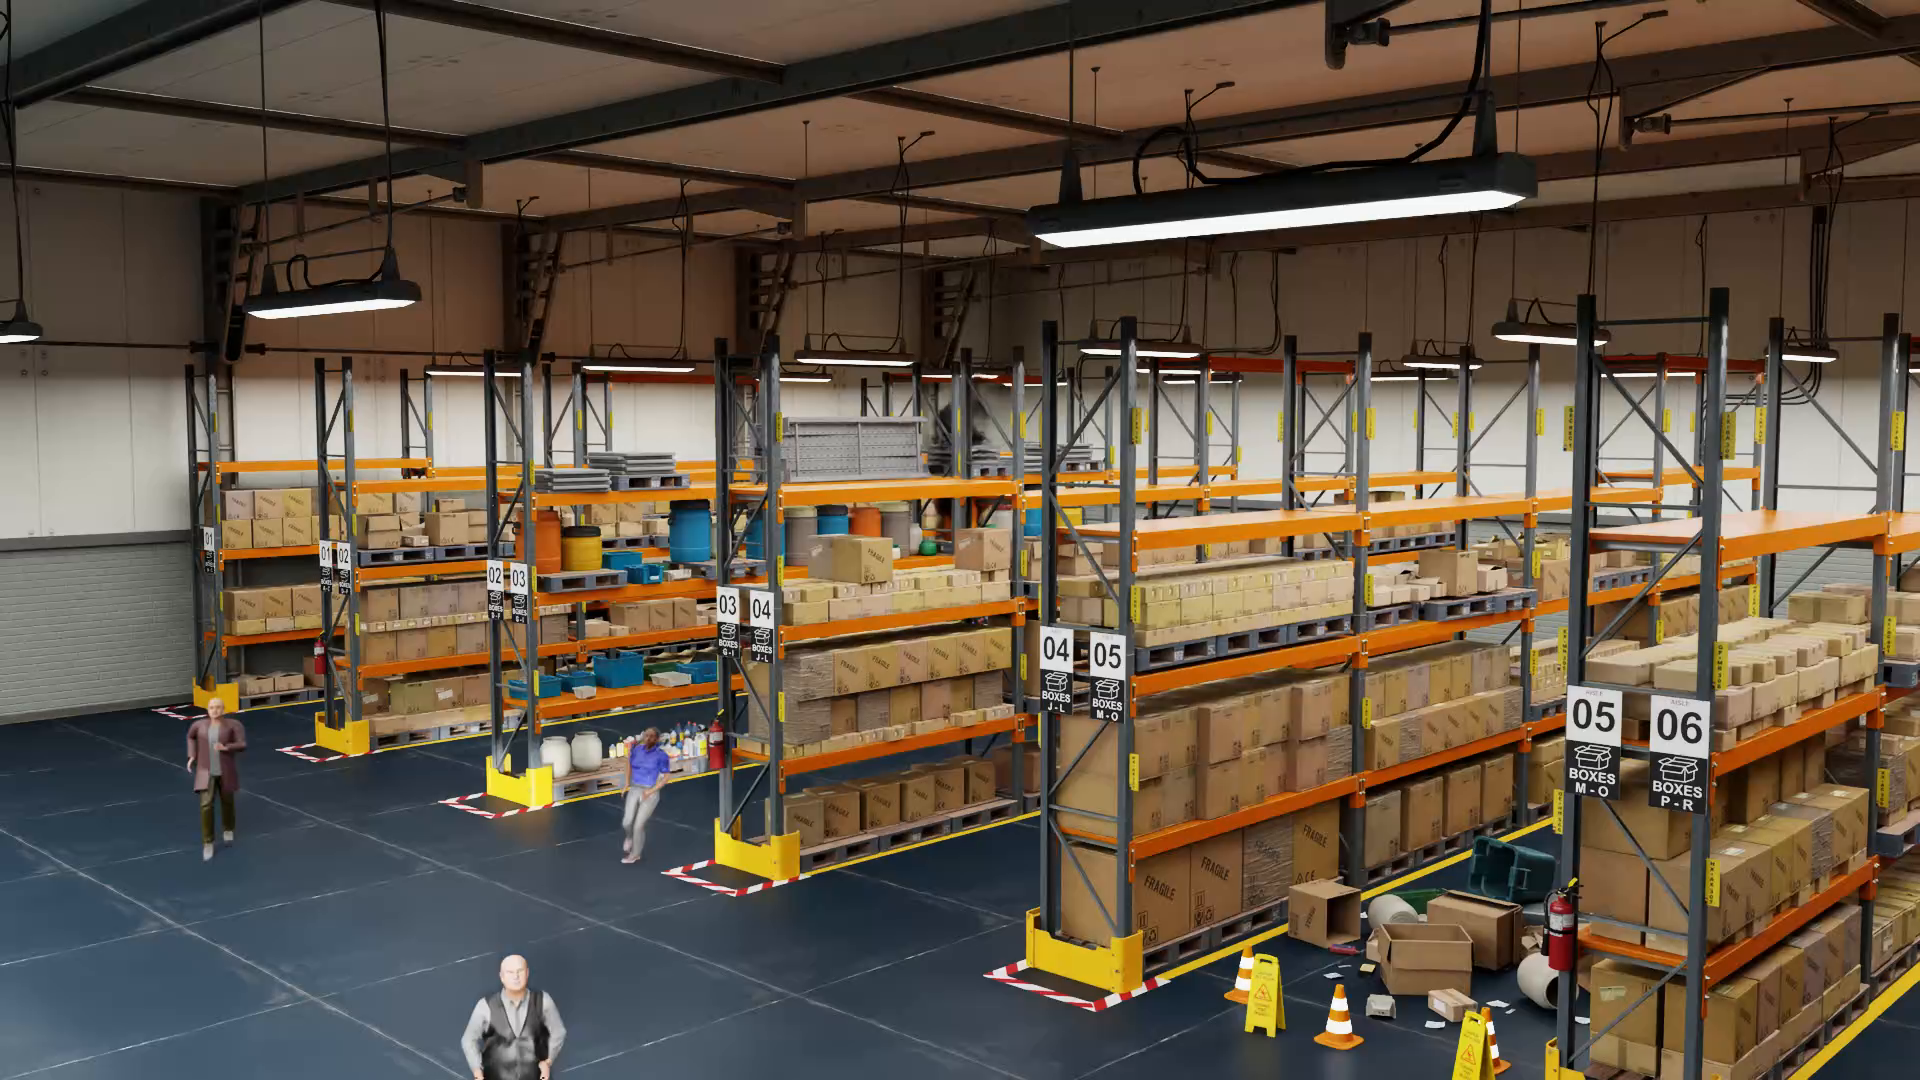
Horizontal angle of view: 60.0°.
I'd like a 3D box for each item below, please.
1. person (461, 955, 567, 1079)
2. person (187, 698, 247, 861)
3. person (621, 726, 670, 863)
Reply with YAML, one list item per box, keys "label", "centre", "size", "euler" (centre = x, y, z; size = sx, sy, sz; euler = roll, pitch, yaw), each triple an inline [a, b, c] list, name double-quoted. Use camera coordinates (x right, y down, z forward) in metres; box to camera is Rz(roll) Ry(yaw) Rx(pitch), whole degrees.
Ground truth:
- label: "person"
  centre: [-2.871, 3.510, 10.760]
  size: [0.659, 1.679, 0.586]
  euler: [-2, 5, -21]
- label: "person"
  centre: [-8.748, 2.767, 19.593]
  size: [0.680, 1.836, 0.898]
  euler: [-2, 5, -19]
- label: "person"
  centre: [-3.623, 2.925, 19.000]
  size: [0.610, 1.570, 0.515]
  euler: [1, 4, 11]
